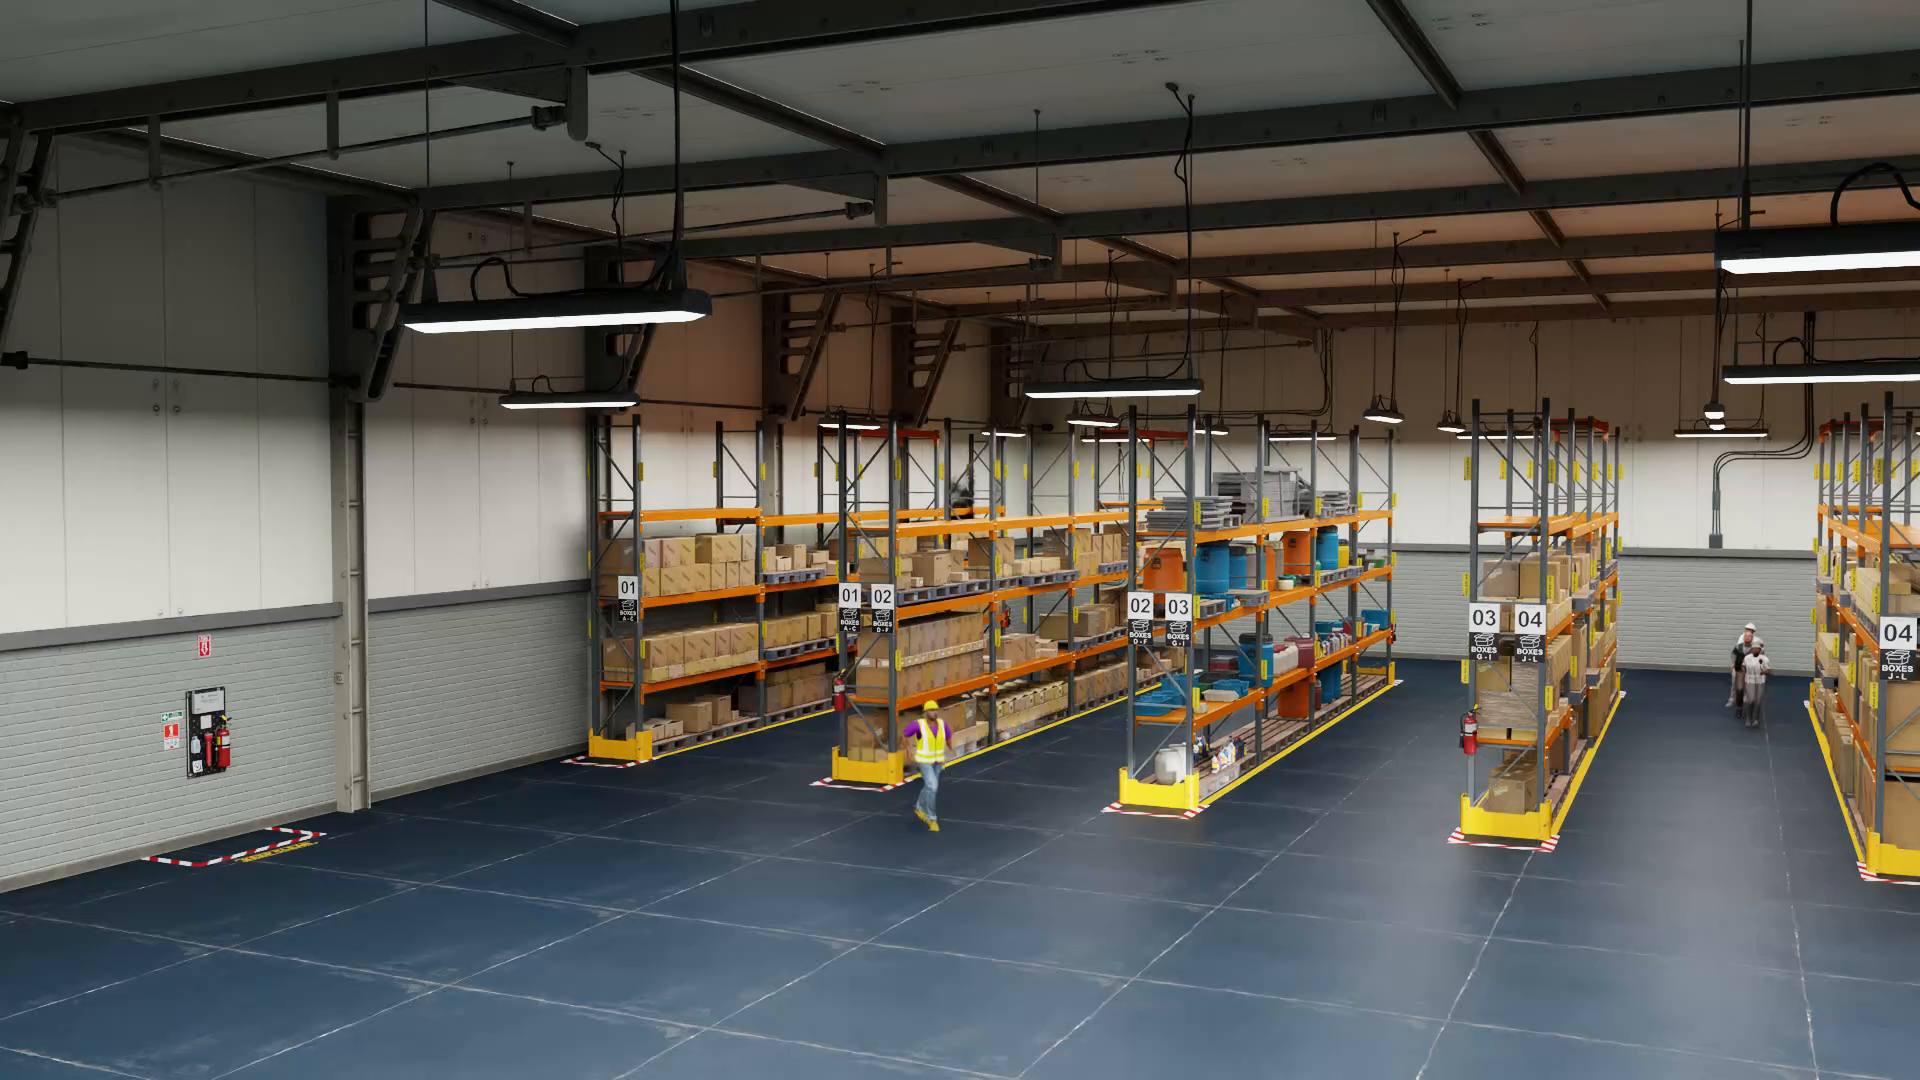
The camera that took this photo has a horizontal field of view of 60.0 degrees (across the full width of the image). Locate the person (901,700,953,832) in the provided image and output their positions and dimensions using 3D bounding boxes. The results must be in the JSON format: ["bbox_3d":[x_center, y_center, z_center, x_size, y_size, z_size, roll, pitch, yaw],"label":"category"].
[{"bbox_3d":[-0.419,3.159,23.448,0.680,1.821,0.794,-2,3,-35],"label":"person"}]

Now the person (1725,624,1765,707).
[{"bbox_3d":[16.801,2.676,35.399,0.876,1.811,0.695,-2,3,-40],"label":"person"}]

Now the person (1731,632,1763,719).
[{"bbox_3d":[16.010,2.745,33.833,0.624,1.764,0.759,1,3,30],"label":"person"}]

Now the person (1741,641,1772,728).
[{"bbox_3d":[15.575,2.836,32.522,0.548,1.728,0.683,1,3,26],"label":"person"}]
